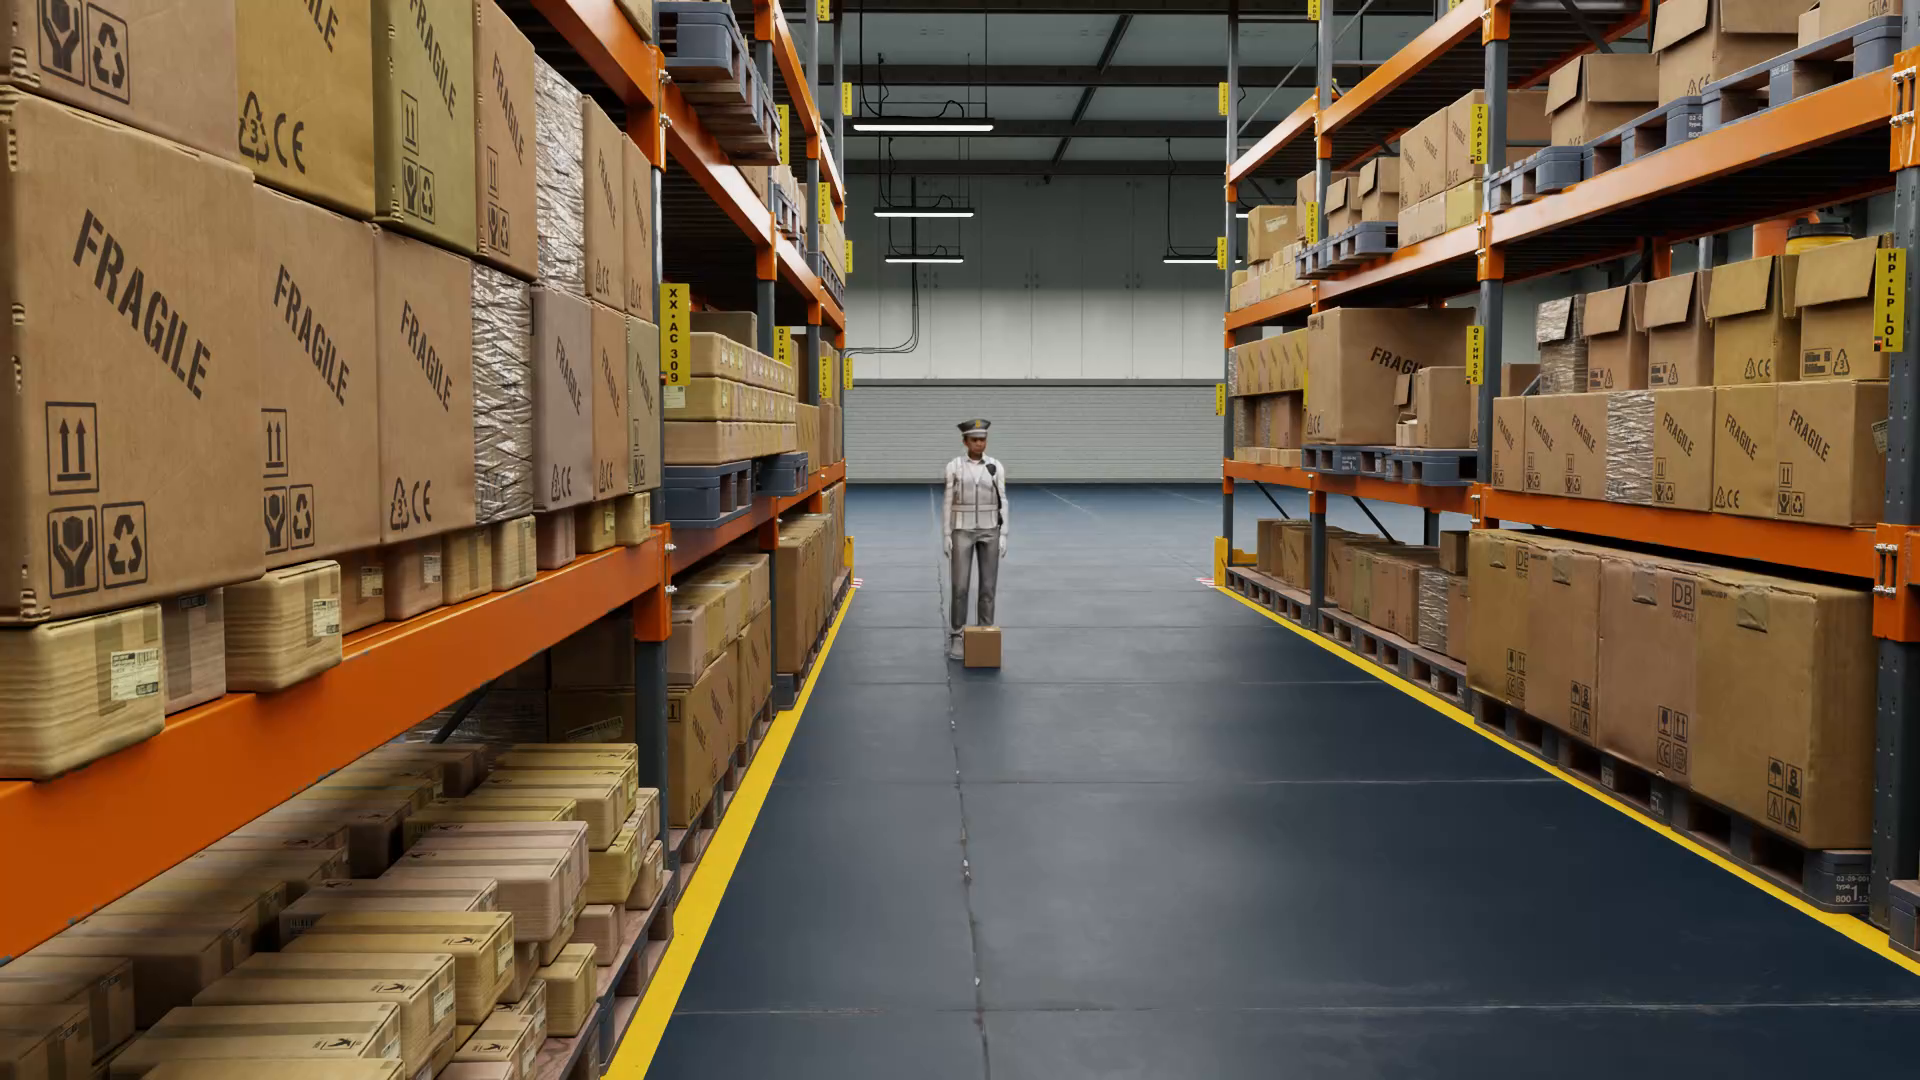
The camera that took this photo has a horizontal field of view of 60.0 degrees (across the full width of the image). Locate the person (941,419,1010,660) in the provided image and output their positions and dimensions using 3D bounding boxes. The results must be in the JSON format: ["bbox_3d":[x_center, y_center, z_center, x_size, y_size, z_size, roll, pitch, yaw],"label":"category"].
[{"bbox_3d":[0.117,-0.016,11.922,0.497,1.705,0.399,0,4,-6],"label":"person"}]
